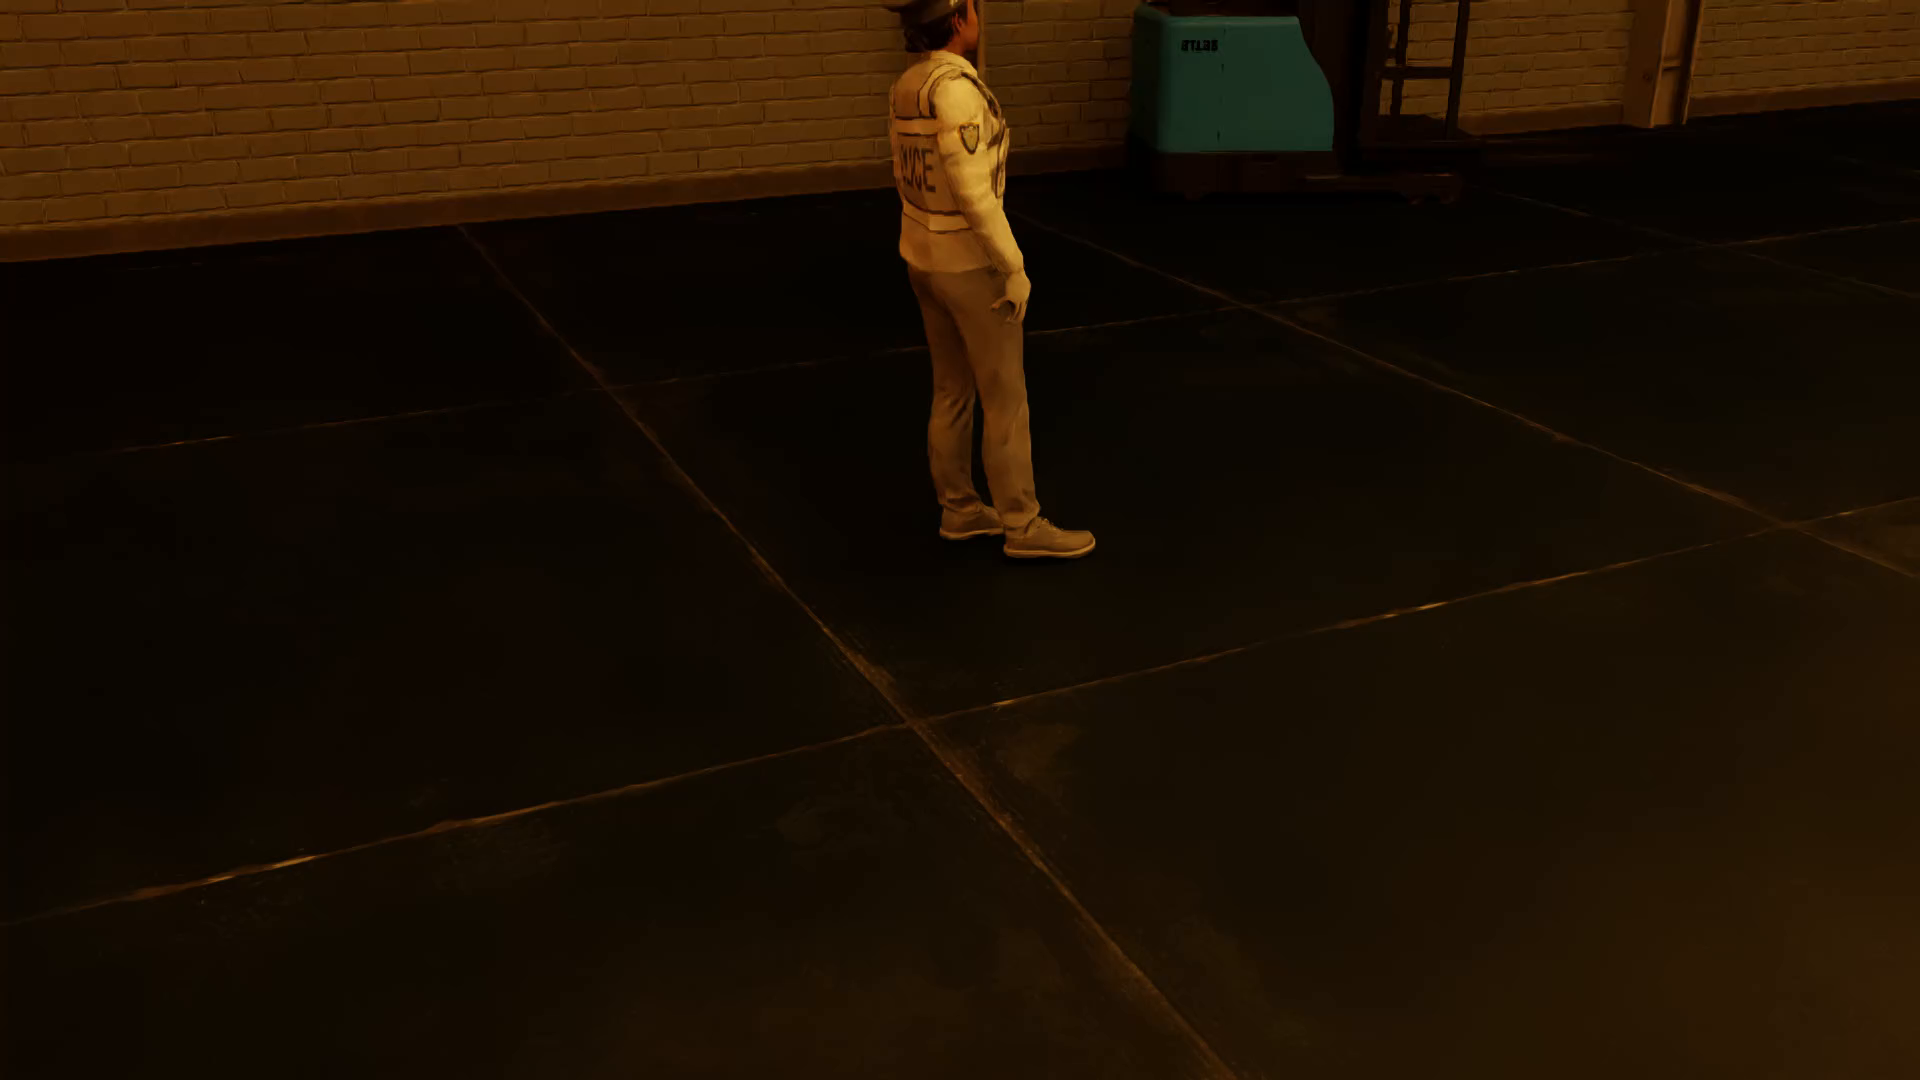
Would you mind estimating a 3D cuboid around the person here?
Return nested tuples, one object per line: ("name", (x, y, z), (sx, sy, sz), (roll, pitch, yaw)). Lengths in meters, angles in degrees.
("person", (0.064, -0.798, 4.799), (0.533, 1.695, 0.586), (-10, 25, -23))

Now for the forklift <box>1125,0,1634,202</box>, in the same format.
("forklift", (2.615, -3.593, 9.936), (3.031, 2.935, 1.130), (-2, 23, -5))
